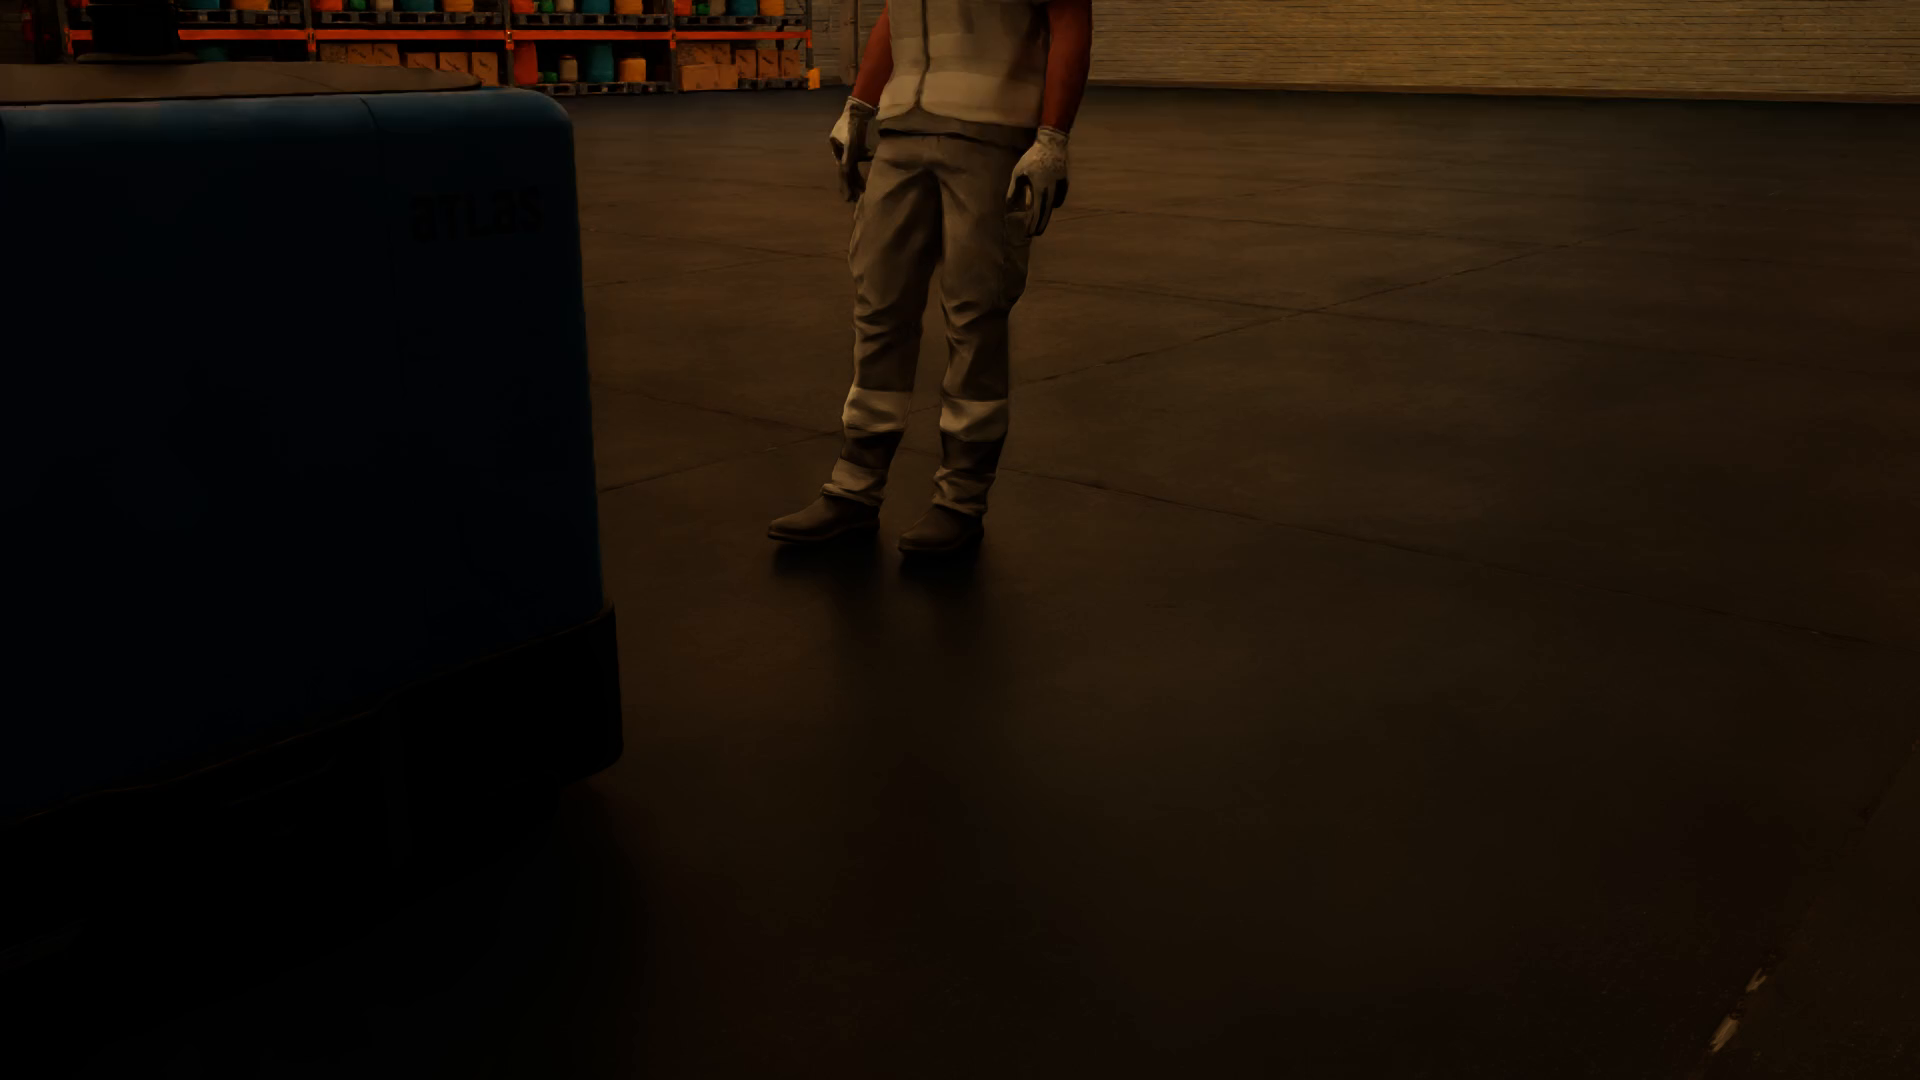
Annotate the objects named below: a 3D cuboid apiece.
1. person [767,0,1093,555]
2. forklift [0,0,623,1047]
[{"bbox_3d":[-0.060,-0.847,3.627,0.638,1.789,0.562,13,21,37],"label":"person"},{"bbox_3d":[-1.826,-0.750,1.368,1.130,2.935,3.031,13,21,36],"label":"forklift"}]
